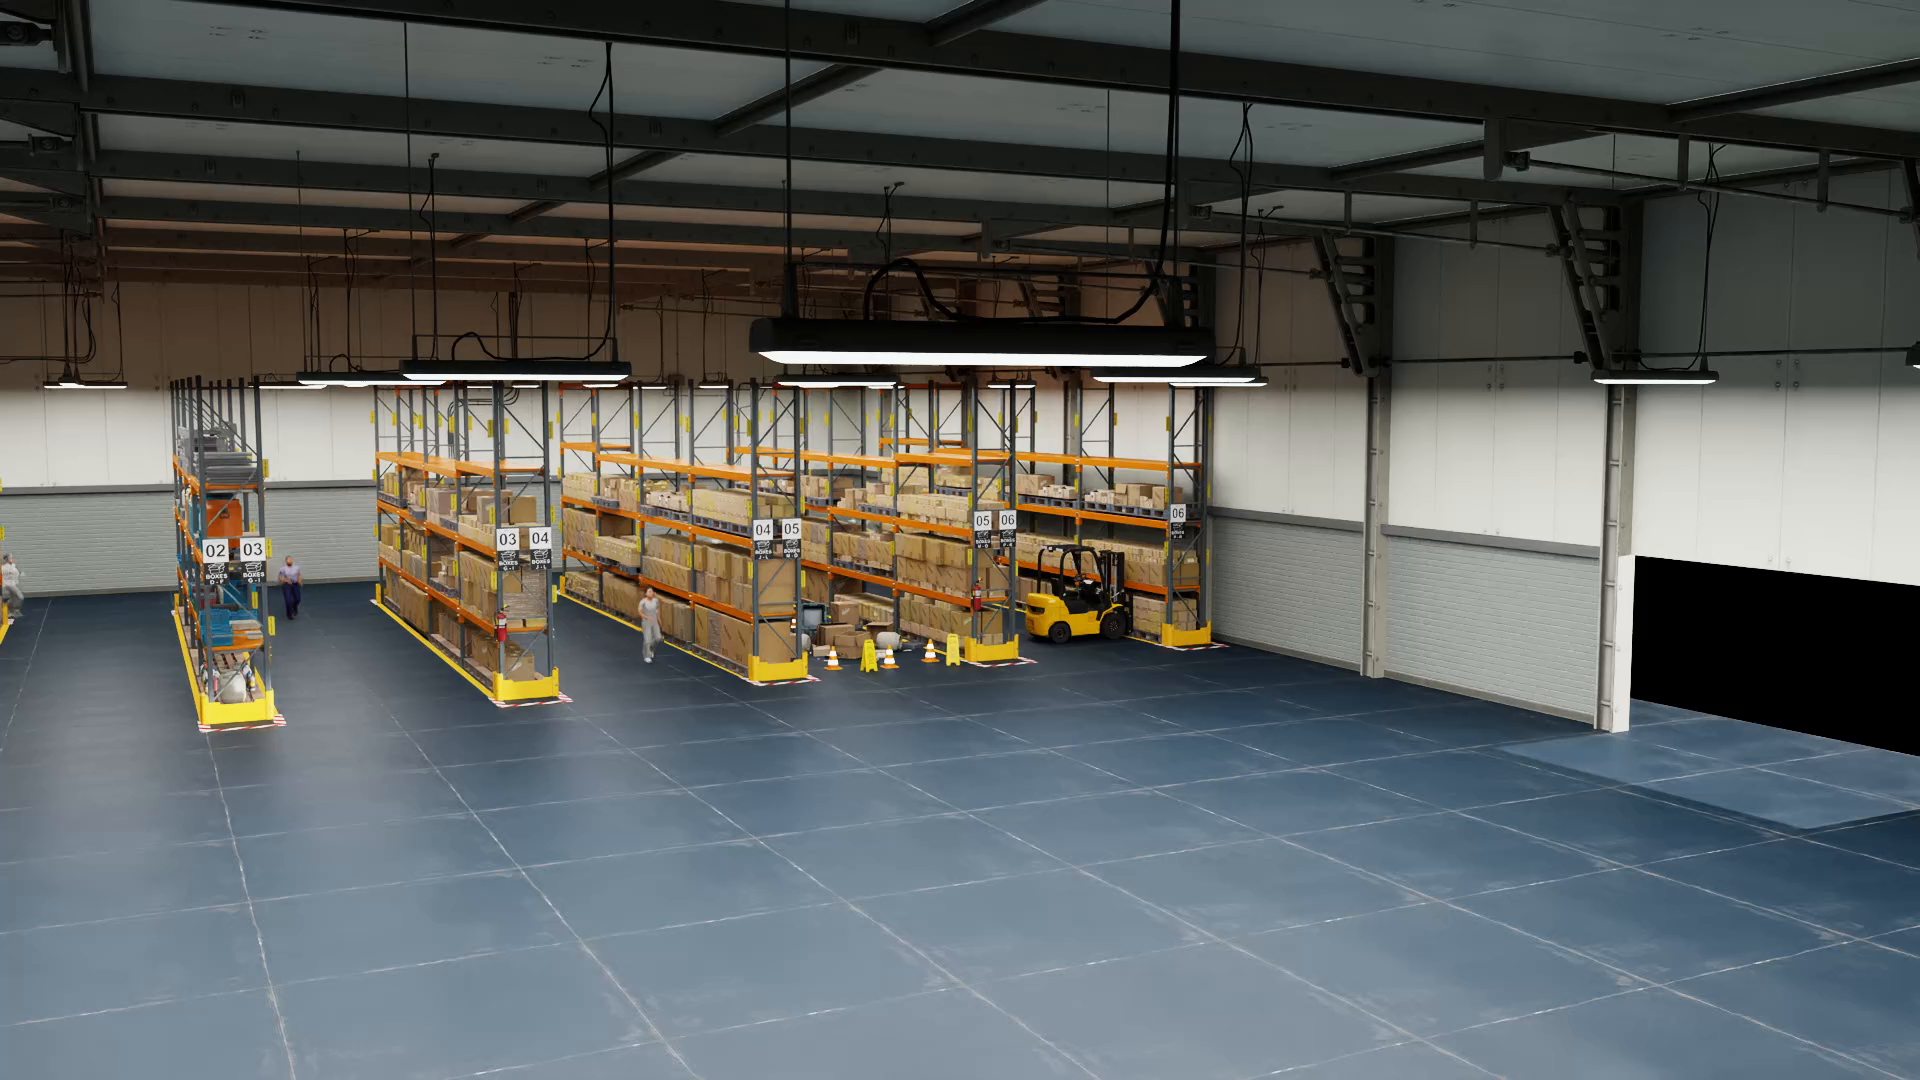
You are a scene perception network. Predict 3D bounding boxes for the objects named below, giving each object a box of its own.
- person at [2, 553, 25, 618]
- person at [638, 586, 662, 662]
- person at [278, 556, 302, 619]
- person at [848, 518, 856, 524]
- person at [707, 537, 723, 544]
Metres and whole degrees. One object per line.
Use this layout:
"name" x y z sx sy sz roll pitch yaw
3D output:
"person" -23.977 1.170 42.012 0.673 1.700 0.621 -1 5 -6
"person" -6.536 1.783 35.172 0.543 1.624 0.636 -4 6 -35
"person" -16.846 1.204 41.903 0.599 1.601 0.539 -4 6 -36
"person" -3.137 0.293 47.953 0.673 1.844 0.852 -4 6 -37
"person" -7.648 0.277 51.511 0.662 1.726 0.640 -4 7 -39
